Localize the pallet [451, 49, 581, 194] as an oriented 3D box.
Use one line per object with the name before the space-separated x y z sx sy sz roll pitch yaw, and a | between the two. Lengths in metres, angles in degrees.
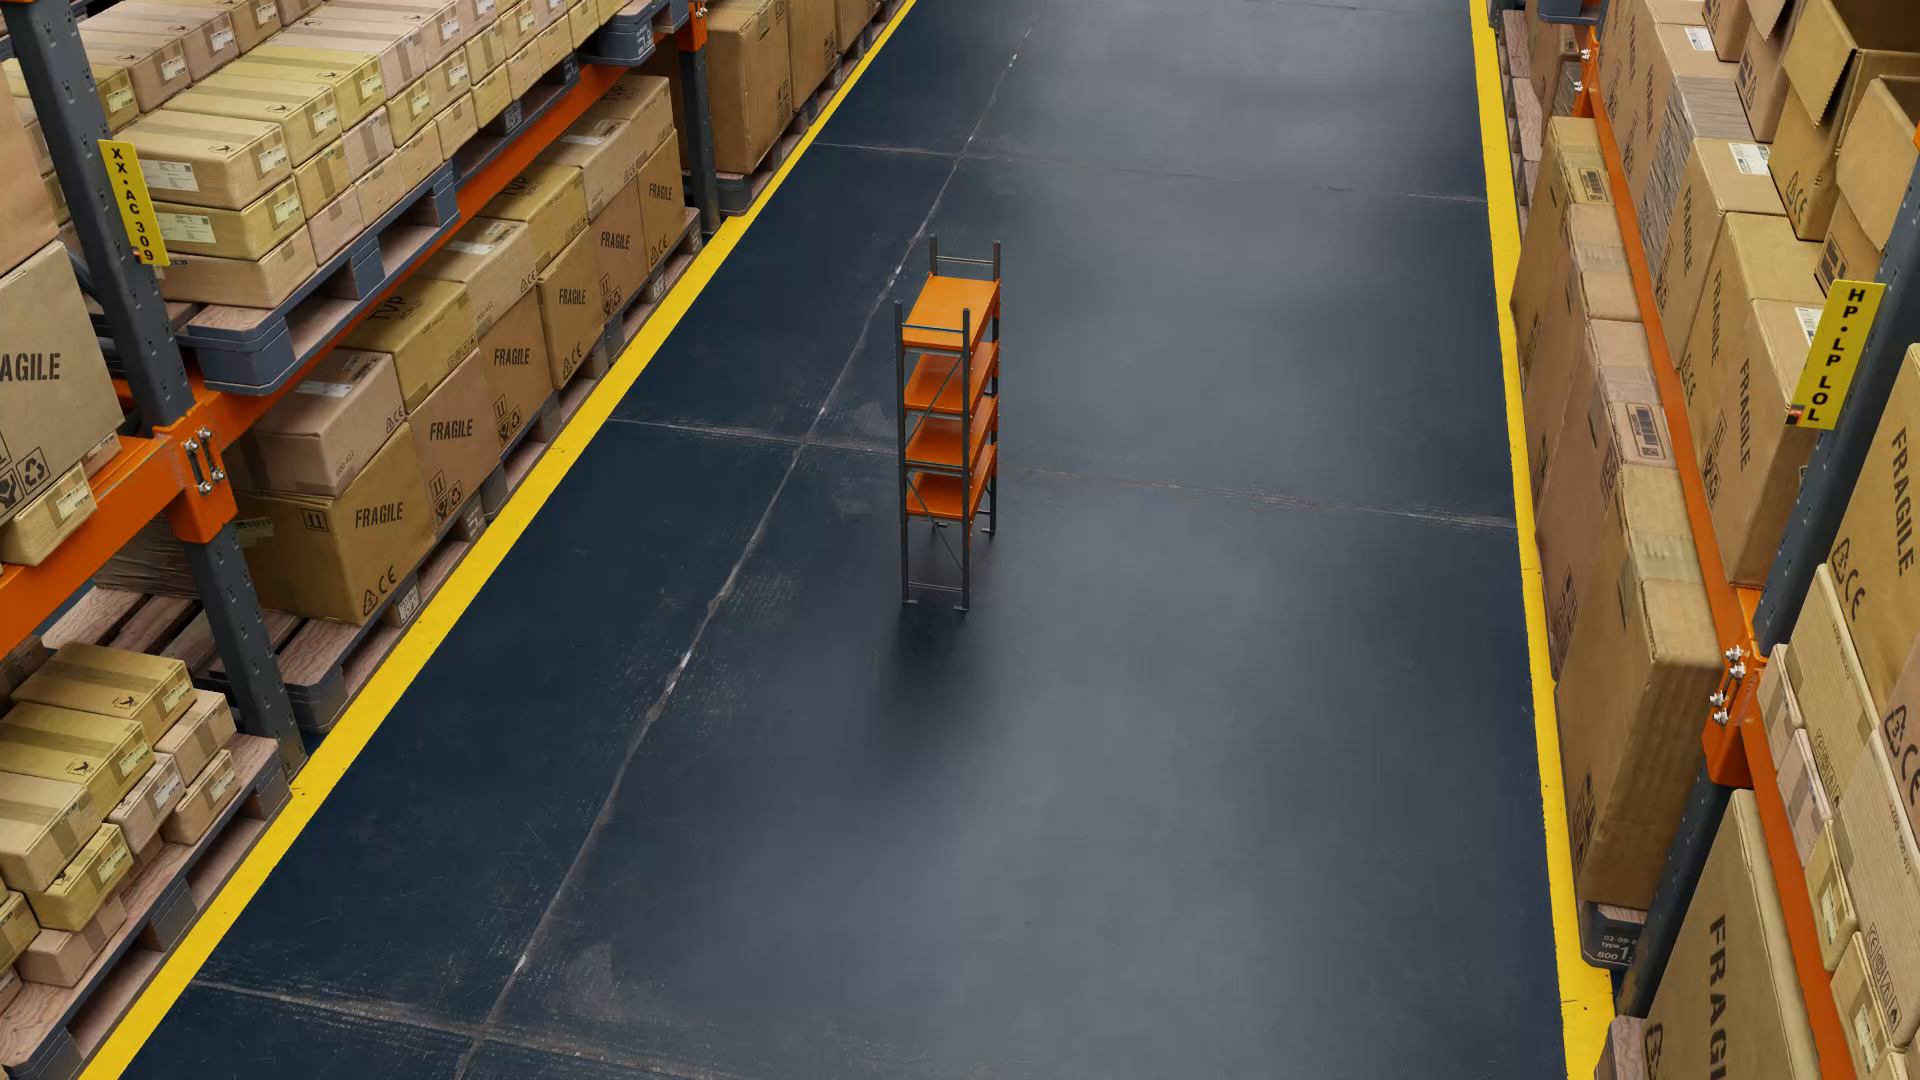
pallet | -2.097 -1.617 6.088 1.003 0.211 1.213 7 37 10

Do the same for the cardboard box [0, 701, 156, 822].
cardboard box | -2.407 0.590 4.444 0.380 0.149 0.250 8 37 11

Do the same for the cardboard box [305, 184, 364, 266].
cardboard box | -1.982 -0.937 4.843 0.380 0.149 0.250 8 37 11

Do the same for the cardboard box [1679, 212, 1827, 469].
cardboard box | 2.200 -0.487 4.281 0.500 0.500 0.500 8 37 11

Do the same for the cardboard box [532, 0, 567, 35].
cardboard box | -1.649 -1.943 5.978 0.380 0.149 0.250 8 37 11

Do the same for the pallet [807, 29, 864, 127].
pallet | -1.210 -2.845 9.996 1.003 0.211 1.213 7 37 10

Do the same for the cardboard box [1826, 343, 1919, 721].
cardboard box | 1.903 0.018 2.905 0.500 0.500 0.500 7 37 10

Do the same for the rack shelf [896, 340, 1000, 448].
rack shelf | -0.035 -0.518 5.675 0.258 0.148 0.480 7 37 10

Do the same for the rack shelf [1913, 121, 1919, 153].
rack shelf | 2.682 -1.931 4.416 1.077 0.370 4.000 7 37 10

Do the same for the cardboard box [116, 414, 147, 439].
cardboard box | -2.657 -0.461 5.464 0.500 0.250 0.500 6 36 9

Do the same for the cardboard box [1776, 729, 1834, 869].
cardboard box | 1.811 0.519 3.192 0.380 0.149 0.250 6 36 8

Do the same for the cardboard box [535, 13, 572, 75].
cardboard box | -1.650 -1.828 6.072 0.380 0.149 0.250 8 37 11

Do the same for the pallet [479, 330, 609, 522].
pallet | -2.146 -0.560 6.843 1.003 0.211 1.213 7 37 10

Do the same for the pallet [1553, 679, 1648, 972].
pallet | 2.346 0.816 4.945 1.003 0.211 1.213 7 37 10

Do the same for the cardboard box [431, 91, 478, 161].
cardboard box | -1.816 -1.370 5.440 0.380 0.149 0.250 6 36 8

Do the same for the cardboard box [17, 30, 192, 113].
cardboard box | -2.560 -1.407 4.984 0.380 0.149 0.250 6 36 8

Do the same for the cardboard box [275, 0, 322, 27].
cardboard box | -2.395 -1.852 5.599 0.380 0.149 0.250 6 36 8

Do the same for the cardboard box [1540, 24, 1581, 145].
cardboard box | 3.453 -2.353 8.695 0.700 0.500 0.500 10 37 14

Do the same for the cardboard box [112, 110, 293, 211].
cardboard box | -2.036 -1.019 4.449 0.380 0.149 0.250 9 37 12

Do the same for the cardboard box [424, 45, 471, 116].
cardboard box | -1.817 -1.499 5.365 0.380 0.149 0.250 9 37 12

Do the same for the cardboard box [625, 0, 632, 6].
cardboard box | -1.480 -2.273 6.686 0.380 0.149 0.250 8 37 11

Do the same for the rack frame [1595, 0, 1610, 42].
rack frame | 3.109 -2.155 6.667 1.000 3.000 0.127 7 37 10

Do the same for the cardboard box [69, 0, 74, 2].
cardboard box | -6.124 -3.684 10.658 0.950 0.372 0.625 8 37 12

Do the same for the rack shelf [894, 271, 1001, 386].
rack shelf | -0.035 -0.709 5.536 0.258 0.148 0.480 7 37 10

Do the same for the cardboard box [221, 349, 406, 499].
cardboard box | -2.153 -0.393 5.370 0.500 0.250 0.500 6 36 8

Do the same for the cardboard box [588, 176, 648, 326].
cardboard box | -1.714 -1.285 7.239 0.500 0.500 0.500 9 37 12

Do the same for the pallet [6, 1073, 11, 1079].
pallet | -2.936 1.679 3.754 1.003 0.211 1.213 7 37 10

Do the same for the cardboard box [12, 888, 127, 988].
cardboard box | -2.450 1.009 4.374 0.380 0.149 0.250 6 36 8

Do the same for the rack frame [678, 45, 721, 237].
rack frame | -1.715 -2.834 7.605 1.000 3.000 0.127 7 37 10

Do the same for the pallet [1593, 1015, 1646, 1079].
pallet | 2.016 1.694 3.733 1.003 0.211 1.213 7 37 10

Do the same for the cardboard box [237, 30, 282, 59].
cardboard box | -2.455 -1.582 5.480 0.380 0.149 0.250 6 36 8

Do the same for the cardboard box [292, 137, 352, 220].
cardboard box | -1.982 -1.047 4.741 0.380 0.149 0.250 7 36 9

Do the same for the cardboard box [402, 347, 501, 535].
cardboard box | -2.041 -0.393 6.008 0.500 0.500 0.500 9 37 12

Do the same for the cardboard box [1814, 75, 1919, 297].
cardboard box | 2.383 -0.675 3.686 0.797 0.503 0.637 6 36 9

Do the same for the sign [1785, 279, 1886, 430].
sign | 1.723 -0.361 3.272 0.100 0.325 0.005 7 37 10

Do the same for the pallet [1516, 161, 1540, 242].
pallet | 3.278 -1.473 8.103 1.003 0.211 1.213 7 37 10

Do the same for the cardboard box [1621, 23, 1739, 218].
cardboard box | 2.526 -1.361 5.486 0.500 0.500 0.500 7 36 9

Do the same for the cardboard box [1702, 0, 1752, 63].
cardboard box | 2.795 -1.811 5.253 0.797 0.503 0.637 8 37 11

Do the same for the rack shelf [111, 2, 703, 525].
rack shelf | -2.142 -1.396 6.234 1.077 0.370 4.000 7 37 10

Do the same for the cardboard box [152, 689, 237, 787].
cardboard box | -2.326 0.543 4.763 0.380 0.149 0.250 8 37 11

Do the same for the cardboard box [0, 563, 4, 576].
cardboard box | -2.465 0.061 3.824 0.380 0.149 0.250 9 37 12

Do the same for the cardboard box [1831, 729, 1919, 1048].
cardboard box | 1.788 0.600 2.741 0.500 0.250 0.500 7 37 10

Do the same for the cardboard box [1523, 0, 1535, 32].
cardboard box | 3.812 -3.265 9.953 0.700 0.500 0.500 5 36 6

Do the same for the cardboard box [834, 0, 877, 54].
cardboard box | -1.115 -3.467 10.037 1.050 0.750 0.750 7 37 10

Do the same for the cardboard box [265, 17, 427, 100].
cardboard box | -1.869 -1.469 5.070 0.380 0.149 0.250 7 36 9

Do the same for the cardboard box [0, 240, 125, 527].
cardboard box | -2.396 -0.389 3.892 0.500 0.500 0.500 7 37 10

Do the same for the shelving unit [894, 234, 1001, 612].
shelving unit | -0.035 -0.391 5.767 0.258 1.200 0.503 7 37 10

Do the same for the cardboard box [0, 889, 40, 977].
cardboard box | -2.561 0.987 4.150 0.380 0.149 0.250 8 37 10

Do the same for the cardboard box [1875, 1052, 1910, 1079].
cardboard box | 1.646 0.968 2.573 0.380 0.149 0.250 7 36 9

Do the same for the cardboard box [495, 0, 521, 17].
cardboard box | -1.706 -1.915 5.685 0.380 0.149 0.250 8 37 11

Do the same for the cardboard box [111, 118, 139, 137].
cardboard box | -2.622 -1.134 4.861 0.380 0.149 0.250 8 37 10

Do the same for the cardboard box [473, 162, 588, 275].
cardboard box | -1.826 -1.291 6.608 0.500 0.250 0.500 8 37 11

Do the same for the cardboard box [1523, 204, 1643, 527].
cardboard box | 2.744 -0.561 5.921 1.225 0.875 0.875 7 37 10
